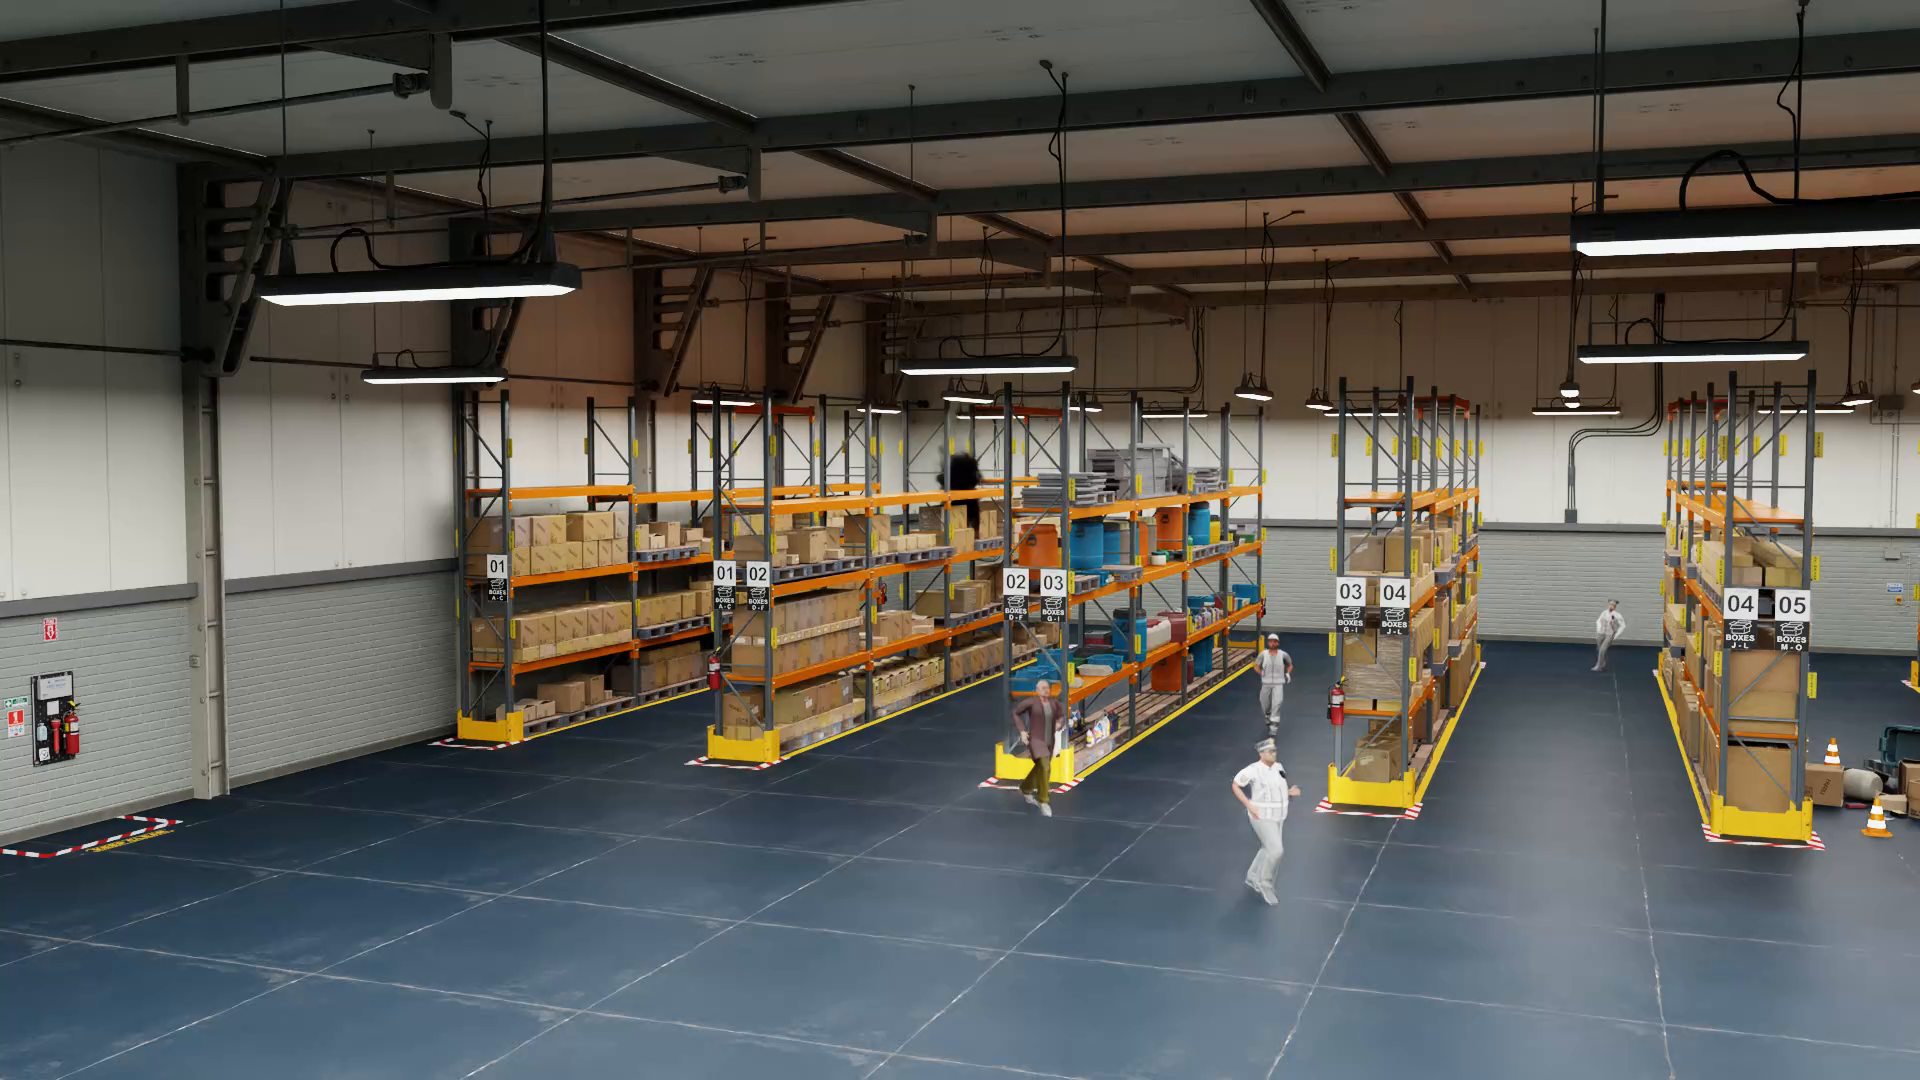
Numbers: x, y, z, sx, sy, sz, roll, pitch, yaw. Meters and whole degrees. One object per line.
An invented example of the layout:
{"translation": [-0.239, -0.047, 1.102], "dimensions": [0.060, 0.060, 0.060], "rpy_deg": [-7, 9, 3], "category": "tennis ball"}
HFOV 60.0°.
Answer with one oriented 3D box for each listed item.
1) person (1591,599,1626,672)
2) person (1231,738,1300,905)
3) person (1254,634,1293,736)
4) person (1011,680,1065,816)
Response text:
{"translation": [14.575, 2.128, 37.285], "dimensions": [0.704, 1.637, 0.687], "rpy_deg": [-3, 4, -42], "category": "person"}
{"translation": [3.429, 3.111, 18.443], "dimensions": [0.637, 1.844, 0.725], "rpy_deg": [-3, 4, -43], "category": "person"}
{"translation": [5.483, 2.523, 29.110], "dimensions": [0.667, 1.756, 0.832], "rpy_deg": [1, 3, 14], "category": "person"}
{"translation": [1.111, 2.850, 23.043], "dimensions": [0.700, 1.839, 0.870], "rpy_deg": [-2, 4, -37], "category": "person"}
